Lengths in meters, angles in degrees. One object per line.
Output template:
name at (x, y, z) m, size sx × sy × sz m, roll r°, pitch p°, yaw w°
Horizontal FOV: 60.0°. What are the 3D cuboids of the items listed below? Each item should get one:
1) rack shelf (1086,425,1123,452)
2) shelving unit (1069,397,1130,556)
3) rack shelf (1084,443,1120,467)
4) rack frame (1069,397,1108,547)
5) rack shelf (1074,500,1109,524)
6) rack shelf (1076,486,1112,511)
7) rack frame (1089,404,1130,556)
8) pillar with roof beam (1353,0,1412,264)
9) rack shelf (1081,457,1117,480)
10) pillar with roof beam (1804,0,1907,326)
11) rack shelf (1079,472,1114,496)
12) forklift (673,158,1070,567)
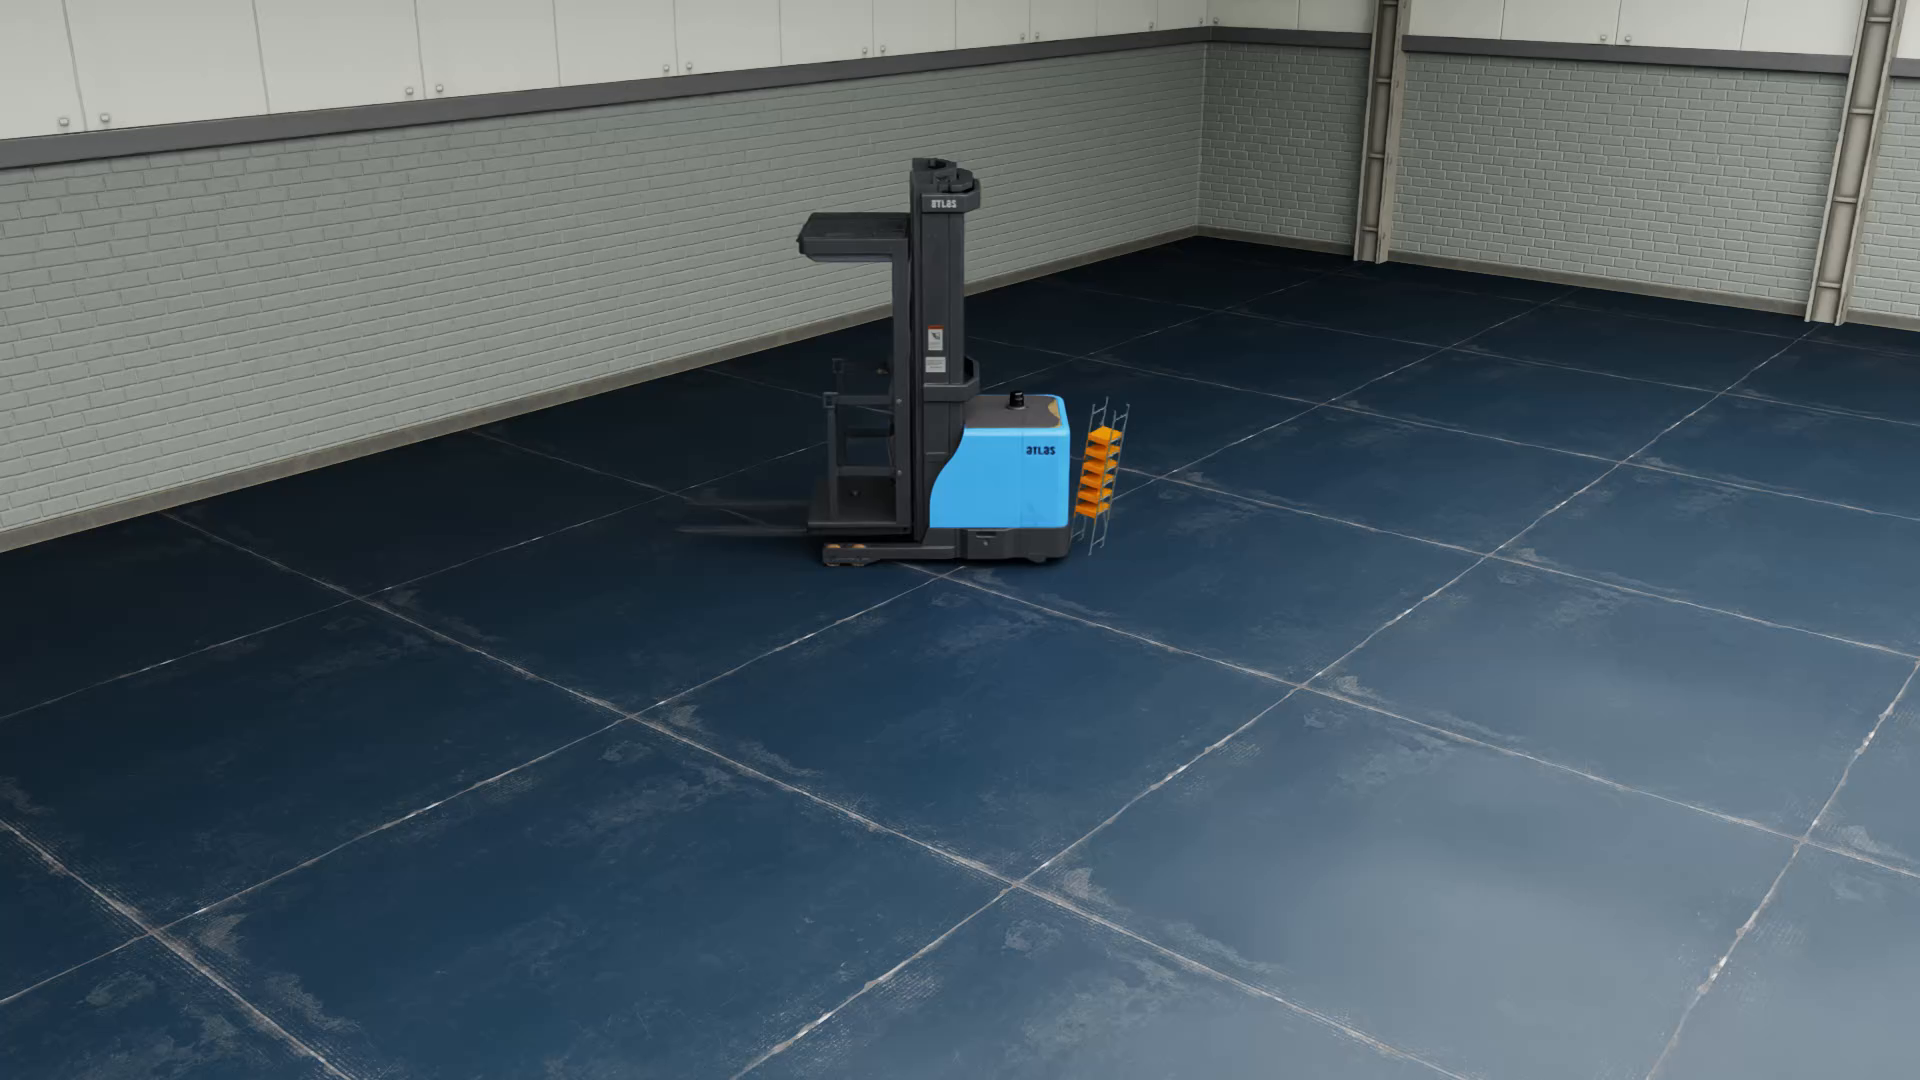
rack shelf at (1.101, -0.767, 12.595) m, size 0.180 × 0.103 × 0.258 m, roll 21°, pitch 28°, yaw 26°
shelving unit at (1.060, -0.484, 12.728) m, size 0.189 × 1.200 × 0.258 m, roll 21°, pitch 28°, yaw 26°
rack shelf at (1.085, -0.659, 12.646) m, size 0.180 × 0.103 × 0.258 m, roll 21°, pitch 28°, yaw 26°
rack frame at (0.983, -0.513, 12.768) m, size 0.006 × 1.200 × 0.240 m, roll 21°, pitch 28°, yaw 26°
rack shelf at (1.023, -0.229, 12.849) m, size 0.180 × 0.103 × 0.258 m, roll 21°, pitch 28°, yaw 26°
rack shelf at (1.039, -0.336, 12.798) m, size 0.180 × 0.103 × 0.258 m, roll 21°, pitch 28°, yaw 26°
rack frame at (1.137, -0.454, 12.689) m, size 0.006 × 1.200 × 0.240 m, roll 21°, pitch 28°, yaw 26°
pillar with roof beam at (3.149, -7.034, 19.068) m, size 0.400 × 9.000 × 9.100 m, roll 16°, pitch 26°, yaw 36°
rack shelf at (1.070, -0.552, 12.696) m, size 0.180 × 0.103 × 0.258 m, roll 21°, pitch 28°, yaw 26°
pillar with roof beam at (7.798, -5.696, 15.518) m, size 0.400 × 9.000 × 9.100 m, roll 16°, pitch 26°, yaw 36°
rack shelf at (1.054, -0.444, 12.747) m, size 0.180 × 0.103 × 0.258 m, roll 21°, pitch 28°, yaw 26°
forklift at (-0.684, -1.355, 12.608) m, size 3.031 × 2.935 × 1.130 m, roll 0°, pitch 21°, yaw 0°
